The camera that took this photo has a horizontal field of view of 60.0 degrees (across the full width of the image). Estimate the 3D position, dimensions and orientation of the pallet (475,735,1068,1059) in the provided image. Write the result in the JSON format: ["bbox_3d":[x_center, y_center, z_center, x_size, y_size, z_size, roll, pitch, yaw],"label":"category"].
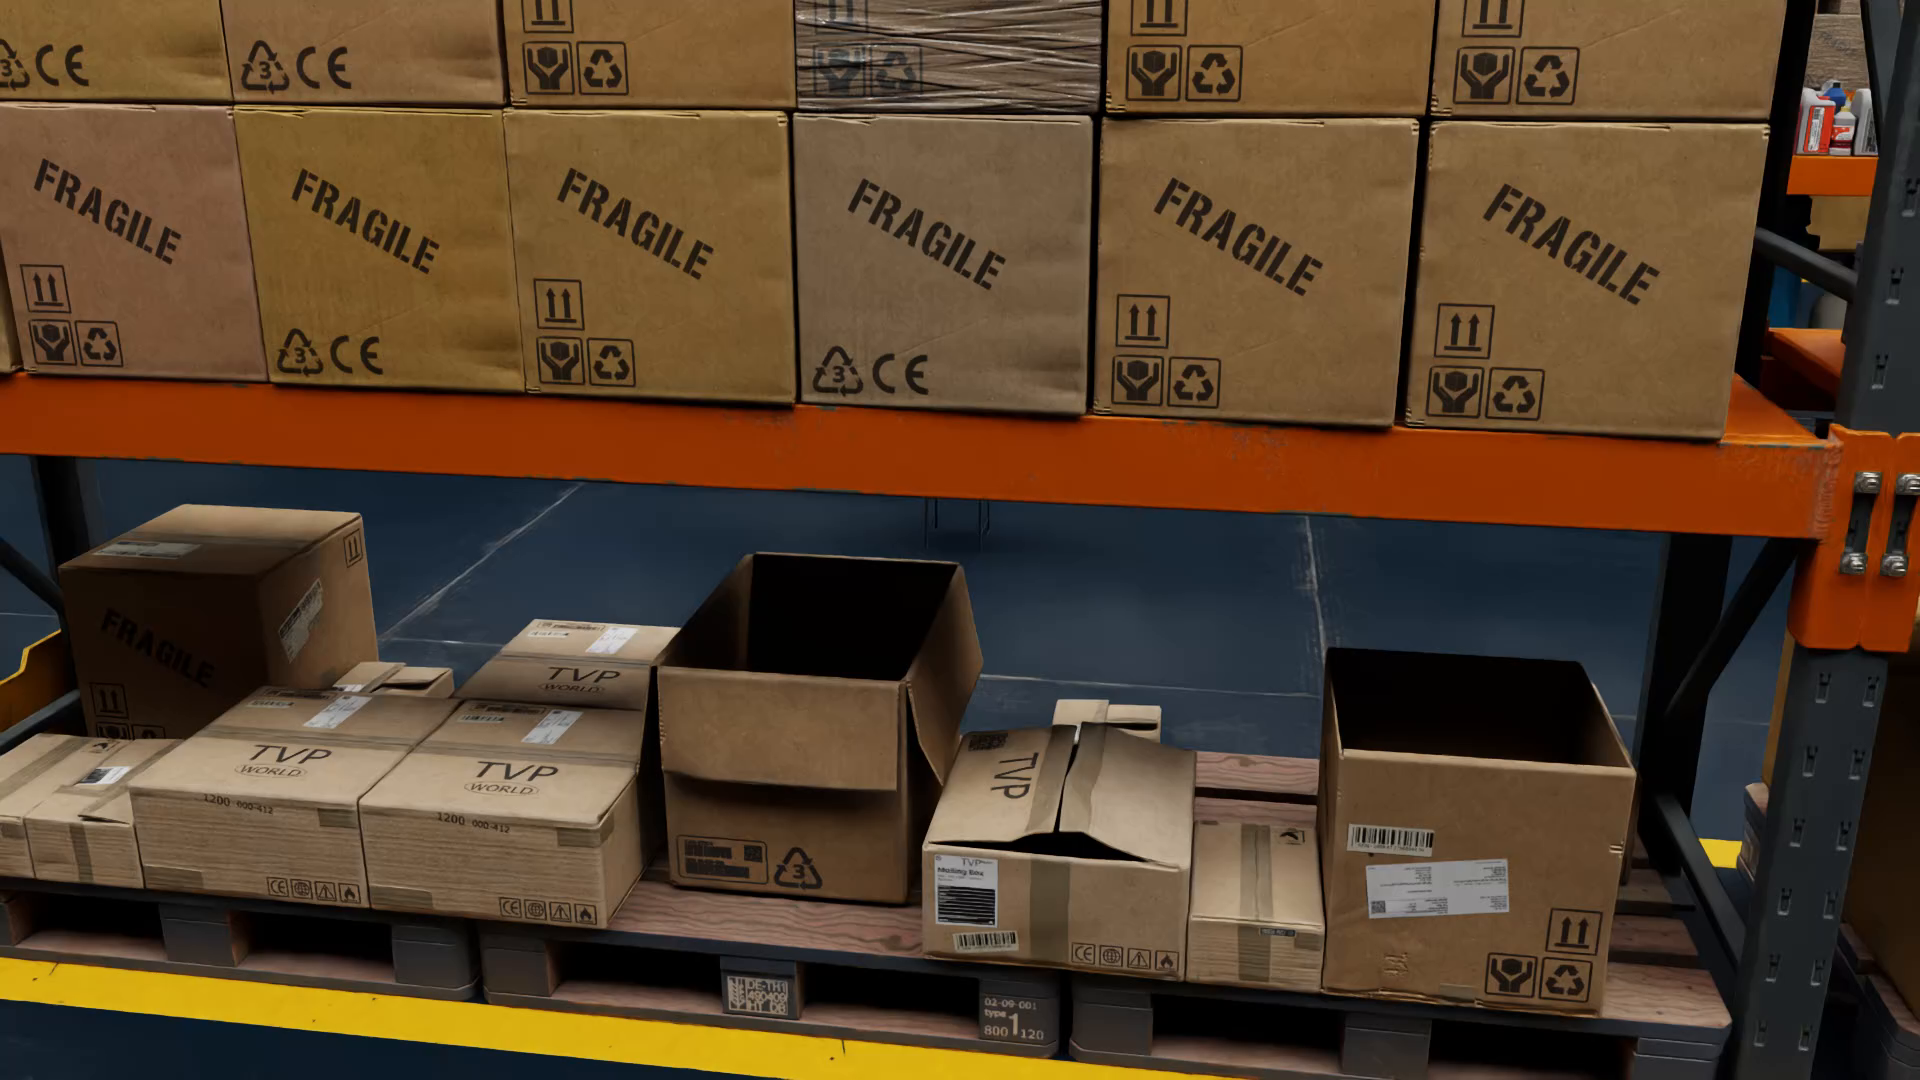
[{"bbox_3d":[-0.324,0.733,3.780,1.213,0.211,1.003,3,19,9],"label":"pallet"}]

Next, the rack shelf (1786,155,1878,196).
[{"bbox_3d":[4.326,-1.604,7.502,4.000,0.370,1.077,3,19,9],"label":"rack shelf"}]

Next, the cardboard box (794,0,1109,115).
[{"bbox_3d":[0.018,-1.010,2.861,0.500,0.500,0.500,3,19,9],"label":"cardboard box"}]

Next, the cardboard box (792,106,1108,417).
[{"bbox_3d":[0.011,-0.537,3.022,0.500,0.500,0.500,3,19,10],"label":"cardboard box"}]

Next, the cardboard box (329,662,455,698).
[{"bbox_3d":[-1.426,0.439,4.037,0.250,0.166,0.380,3,19,9],"label":"cardboard box"}]

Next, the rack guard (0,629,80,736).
[{"bbox_3d":[-2.312,0.494,4.039,0.348,0.500,1.175,3,19,9],"label":"rack guard"}]

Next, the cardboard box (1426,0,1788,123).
[{"bbox_3d":[1.022,-0.960,2.711,0.500,0.500,0.500,3,19,9],"label":"cardboard box"}]

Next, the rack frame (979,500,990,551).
[{"bbox_3d":[0.092,-0.422,6.146,0.006,0.900,0.240,3,19,9],"label":"rack frame"}]

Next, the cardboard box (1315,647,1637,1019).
[{"bbox_3d":[0.954,0.543,3.199,0.500,0.500,0.500,3,19,9],"label":"cardboard box"}]

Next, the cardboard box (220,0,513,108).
[{"bbox_3d":[-0.981,-1.061,3.014,0.500,0.500,0.500,3,19,9],"label":"cardboard box"}]

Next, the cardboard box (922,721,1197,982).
[{"bbox_3d":[0.214,0.595,3.341,0.500,0.311,0.500,3,19,9],"label":"cardboard box"}]

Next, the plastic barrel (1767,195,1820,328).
[{"bbox_3d":[3.585,-1.181,7.751,0.708,0.901,0.600,3,19,9],"label":"plastic barrel"}]

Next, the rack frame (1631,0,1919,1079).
[{"bbox_3d":[1.562,-0.494,3.052,0.127,3.000,1.000,3,19,9],"label":"rack frame"}]

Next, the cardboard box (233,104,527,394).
[{"bbox_3d":[-0.986,-0.587,3.173,0.500,0.500,0.500,3,19,8],"label":"cardboard box"}]

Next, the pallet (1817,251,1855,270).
[{"bbox_3d":[6.320,-2.137,12.357,1.213,0.211,1.003,3,19,9],"label":"pallet"}]

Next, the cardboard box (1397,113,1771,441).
[{"bbox_3d":[1.028,-0.486,2.871,0.500,0.500,0.500,3,19,10],"label":"cardboard box"}]

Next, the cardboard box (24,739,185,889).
[{"bbox_3d":[-1.782,0.581,3.611,0.250,0.166,0.380,3,19,9],"label":"cardboard box"}]

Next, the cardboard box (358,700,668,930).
[{"bbox_3d":[-0.908,0.567,3.522,0.500,0.250,0.500,3,19,9],"label":"cardboard box"}]

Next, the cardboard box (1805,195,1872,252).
[{"bbox_3d":[6.408,-2.629,12.119,0.875,0.875,1.225,2,19,6],"label":"cardboard box"}]

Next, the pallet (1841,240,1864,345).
[{"bbox_3d":[2.334,-0.328,2.860,1.213,0.211,1.003,3,19,9],"label":"pallet"}]

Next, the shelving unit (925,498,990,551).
[{"bbox_3d":[-0.008,-0.427,6.162,0.210,0.900,0.258,3,19,9],"label":"shelving unit"}]

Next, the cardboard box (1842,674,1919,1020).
[{"bbox_3d":[2.001,0.584,3.078,0.500,0.500,0.500,2,19,6],"label":"cardboard box"}]

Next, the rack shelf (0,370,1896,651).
[{"bbox_3d":[-0.413,-0.253,3.467,4.000,0.370,1.077,3,19,9],"label":"rack shelf"}]

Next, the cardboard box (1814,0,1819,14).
[{"bbox_3d":[5.724,-3.995,11.776,0.637,0.503,0.797,3,19,10],"label":"cardboard box"}]

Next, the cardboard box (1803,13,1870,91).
[{"bbox_3d":[6.068,-3.417,11.632,0.500,0.500,0.500,3,19,8],"label":"cardboard box"}]

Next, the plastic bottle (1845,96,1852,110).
[{"bbox_3d":[4.131,-1.973,7.786,0.097,0.201,0.097,0,18,0],"label":"plastic bottle"}]

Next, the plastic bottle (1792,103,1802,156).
[{"bbox_3d":[3.523,-1.793,7.119,0.133,0.283,0.061,3,19,9],"label":"plastic bottle"}]

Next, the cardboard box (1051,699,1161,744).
[{"bbox_3d":[0.326,0.512,3.818,0.250,0.166,0.380,3,19,9],"label":"cardboard box"}]

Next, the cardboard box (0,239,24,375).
[{"bbox_3d":[-1.991,-0.638,3.324,0.500,0.500,0.500,3,19,10],"label":"cardboard box"}]

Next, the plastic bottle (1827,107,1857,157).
[{"bbox_3d":[3.772,-1.748,7.112,0.097,0.201,0.097,0,18,0],"label":"plastic bottle"}]

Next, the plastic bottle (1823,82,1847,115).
[{"bbox_3d":[4.011,-1.964,7.647,0.097,0.271,0.097,0,18,0],"label":"plastic bottle"}]
